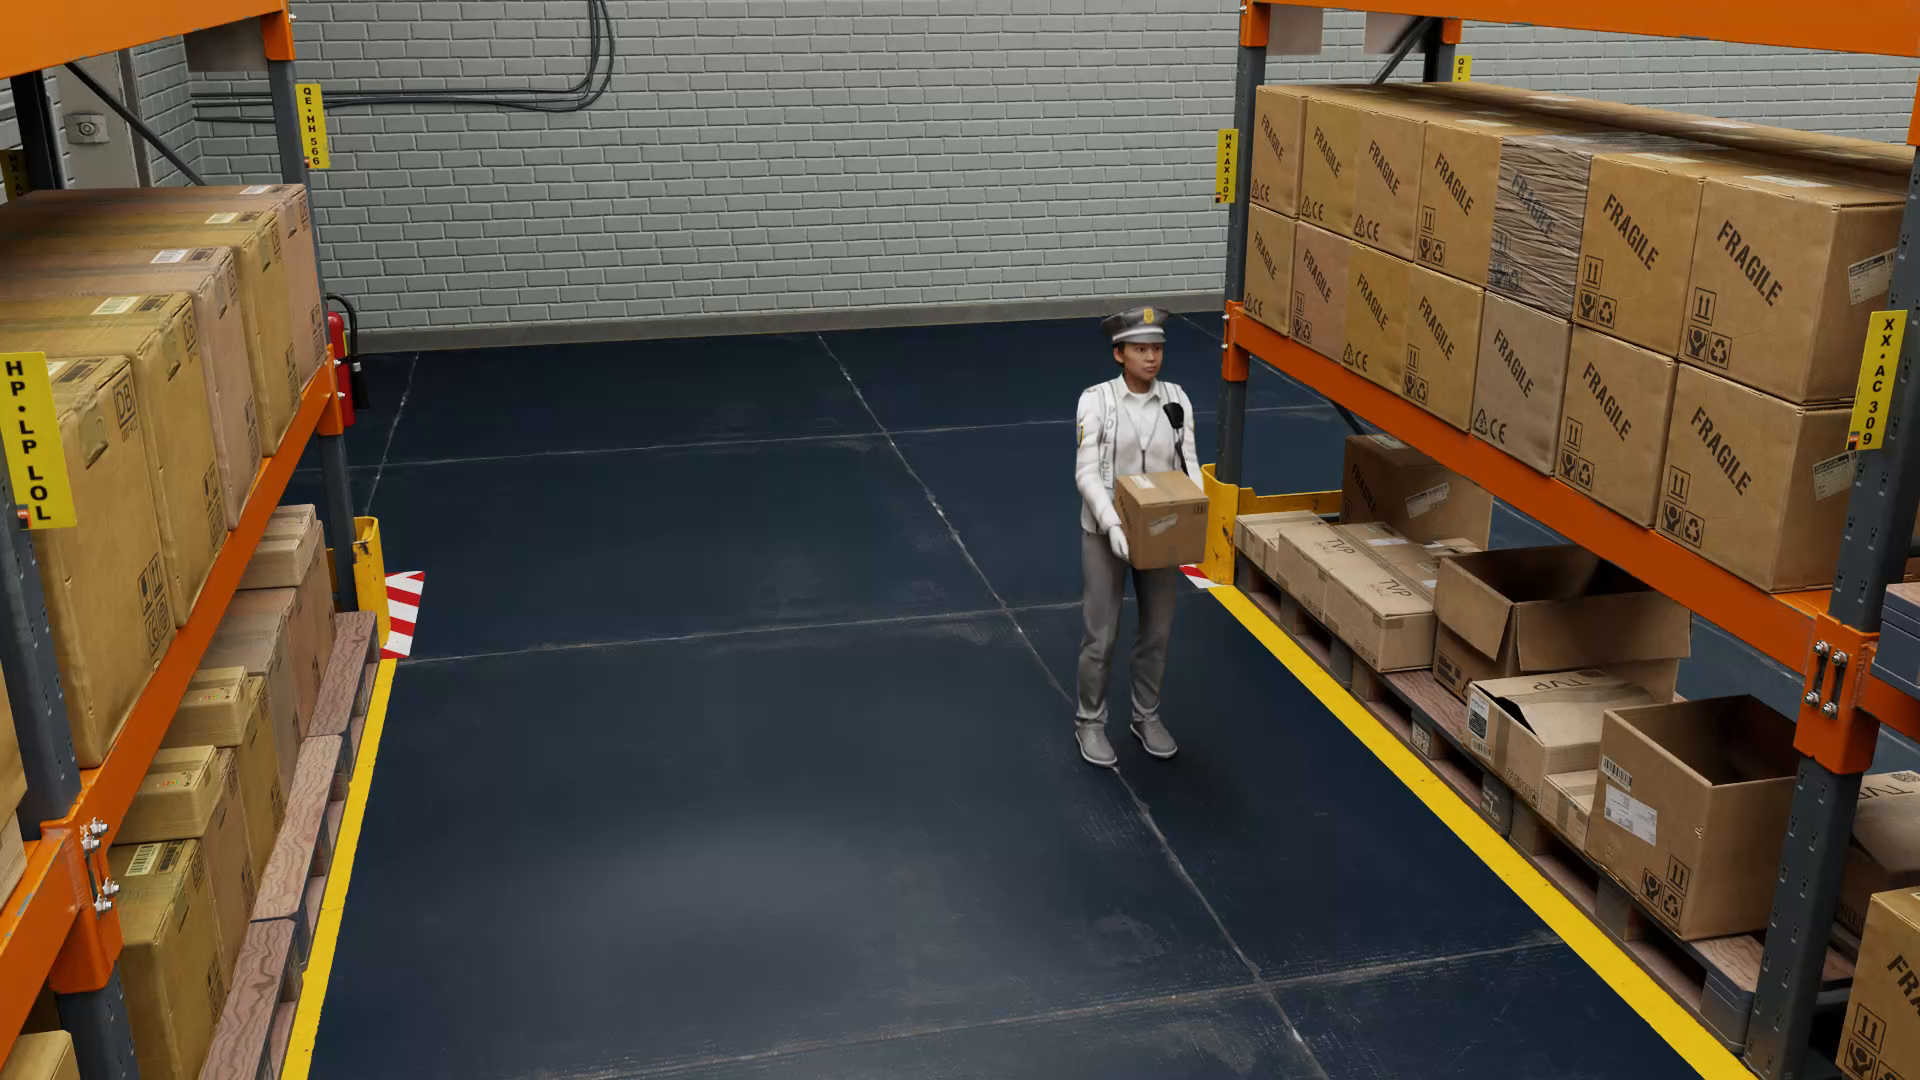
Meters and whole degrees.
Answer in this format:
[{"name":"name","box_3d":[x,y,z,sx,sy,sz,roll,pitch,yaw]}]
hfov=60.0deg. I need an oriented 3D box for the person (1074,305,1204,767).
[{"name":"person","box_3d":[0.648,0.004,6.013,0.466,1.693,0.554,-4,20,-12]}]
